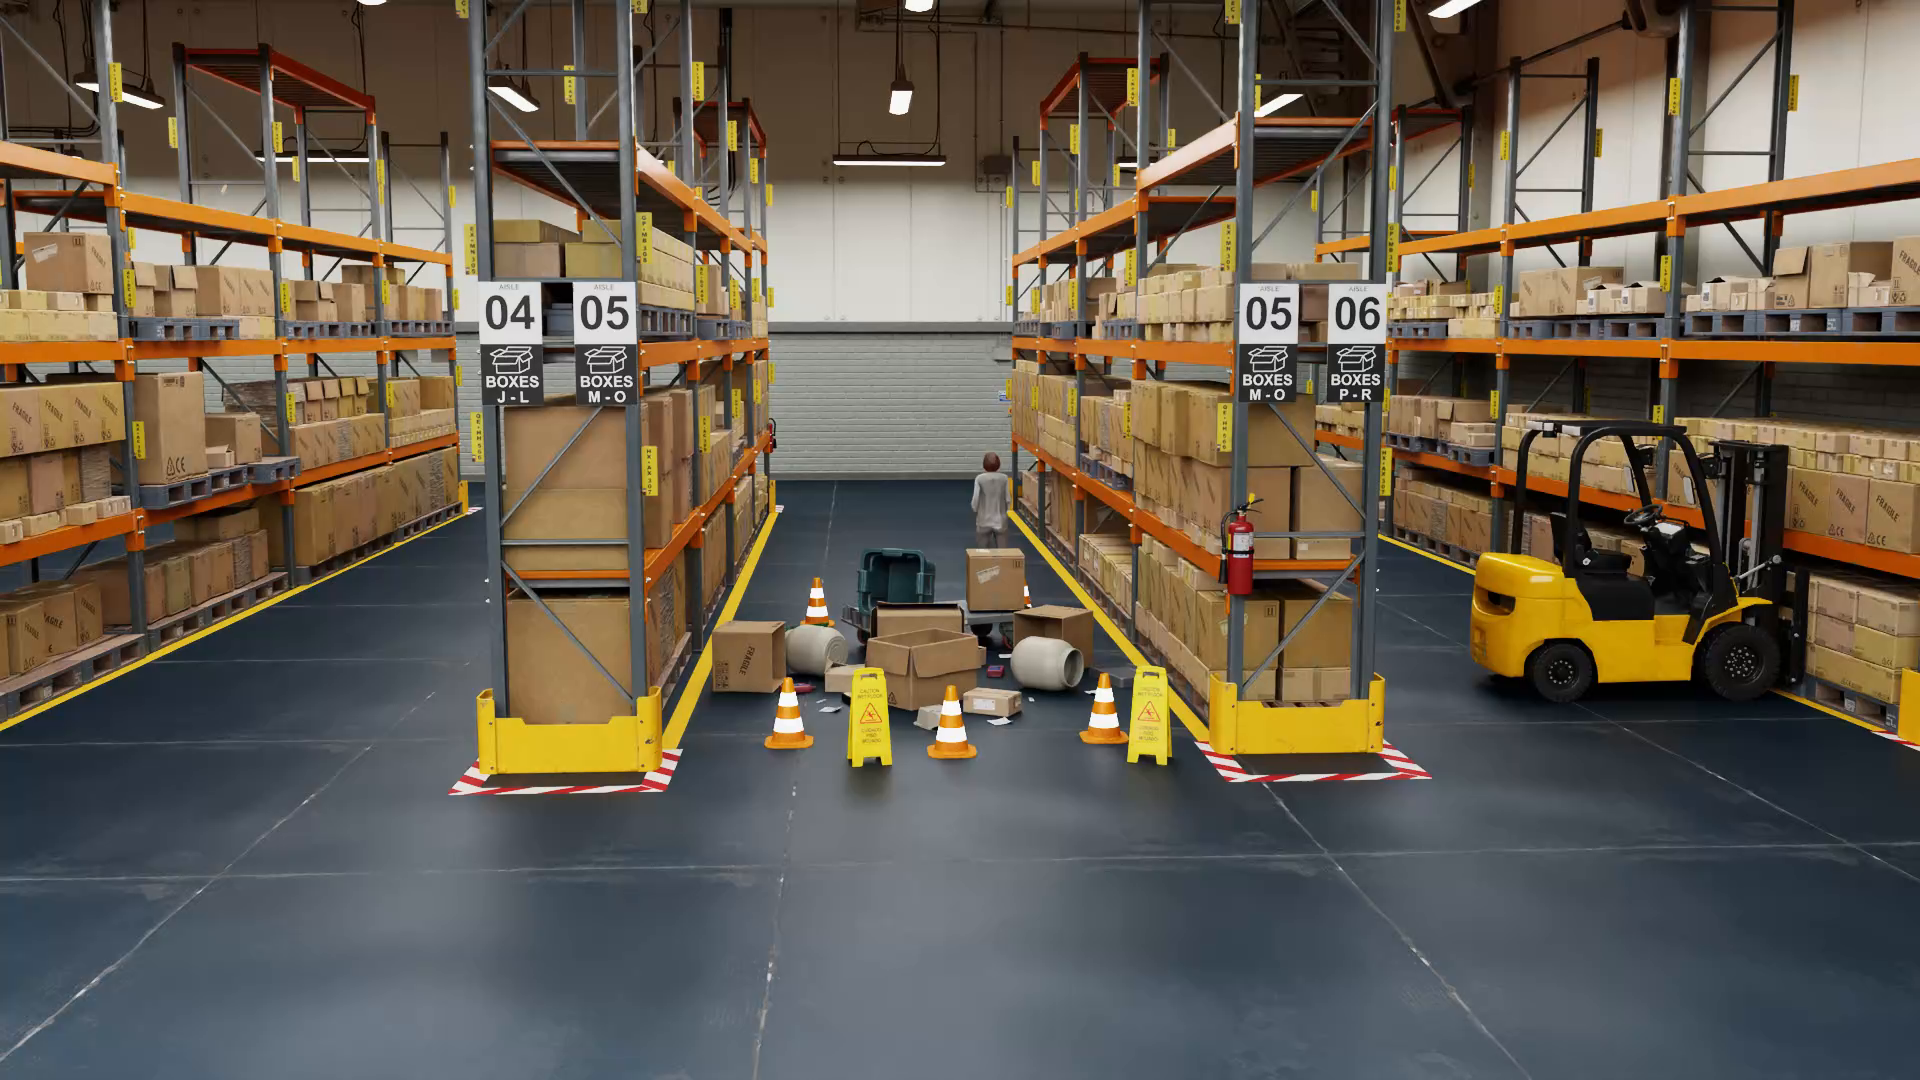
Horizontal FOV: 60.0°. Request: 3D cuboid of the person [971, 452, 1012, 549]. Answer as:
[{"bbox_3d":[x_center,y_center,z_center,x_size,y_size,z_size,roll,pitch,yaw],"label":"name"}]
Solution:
[{"bbox_3d":[0.341,-0.166,18.095,0.443,1.603,0.436,-1,7,-4],"label":"person"}]
